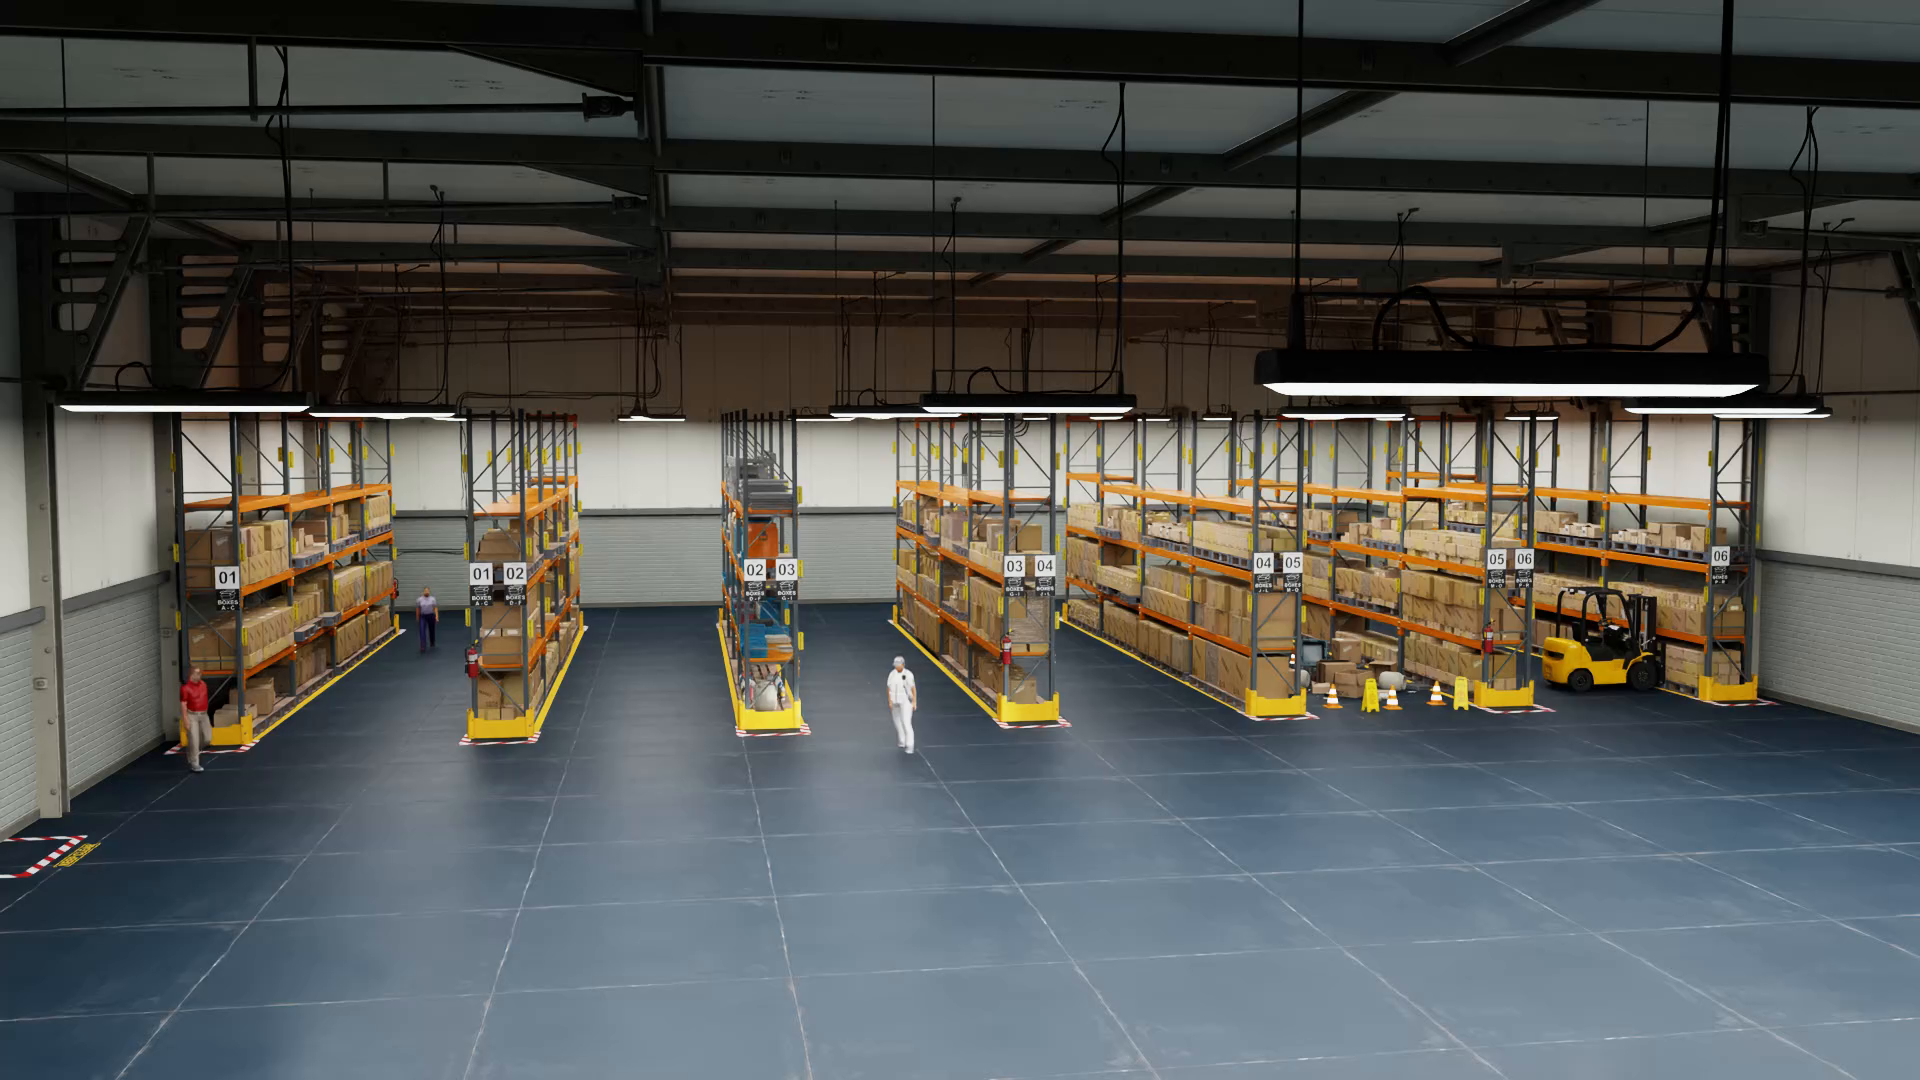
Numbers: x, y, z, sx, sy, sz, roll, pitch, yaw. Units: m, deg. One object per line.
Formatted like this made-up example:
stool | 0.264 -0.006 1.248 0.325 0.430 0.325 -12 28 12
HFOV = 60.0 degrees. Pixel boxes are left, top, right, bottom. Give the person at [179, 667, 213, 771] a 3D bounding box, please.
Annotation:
person | -12.667 2.932 27.448 0.636 1.709 0.527 3 5 34

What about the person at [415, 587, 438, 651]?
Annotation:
person | -13.497 1.976 42.109 0.569 1.588 1.022 -1 4 -12

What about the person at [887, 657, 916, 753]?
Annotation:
person | -0.992 2.873 29.252 0.667 1.636 0.757 2 5 28
